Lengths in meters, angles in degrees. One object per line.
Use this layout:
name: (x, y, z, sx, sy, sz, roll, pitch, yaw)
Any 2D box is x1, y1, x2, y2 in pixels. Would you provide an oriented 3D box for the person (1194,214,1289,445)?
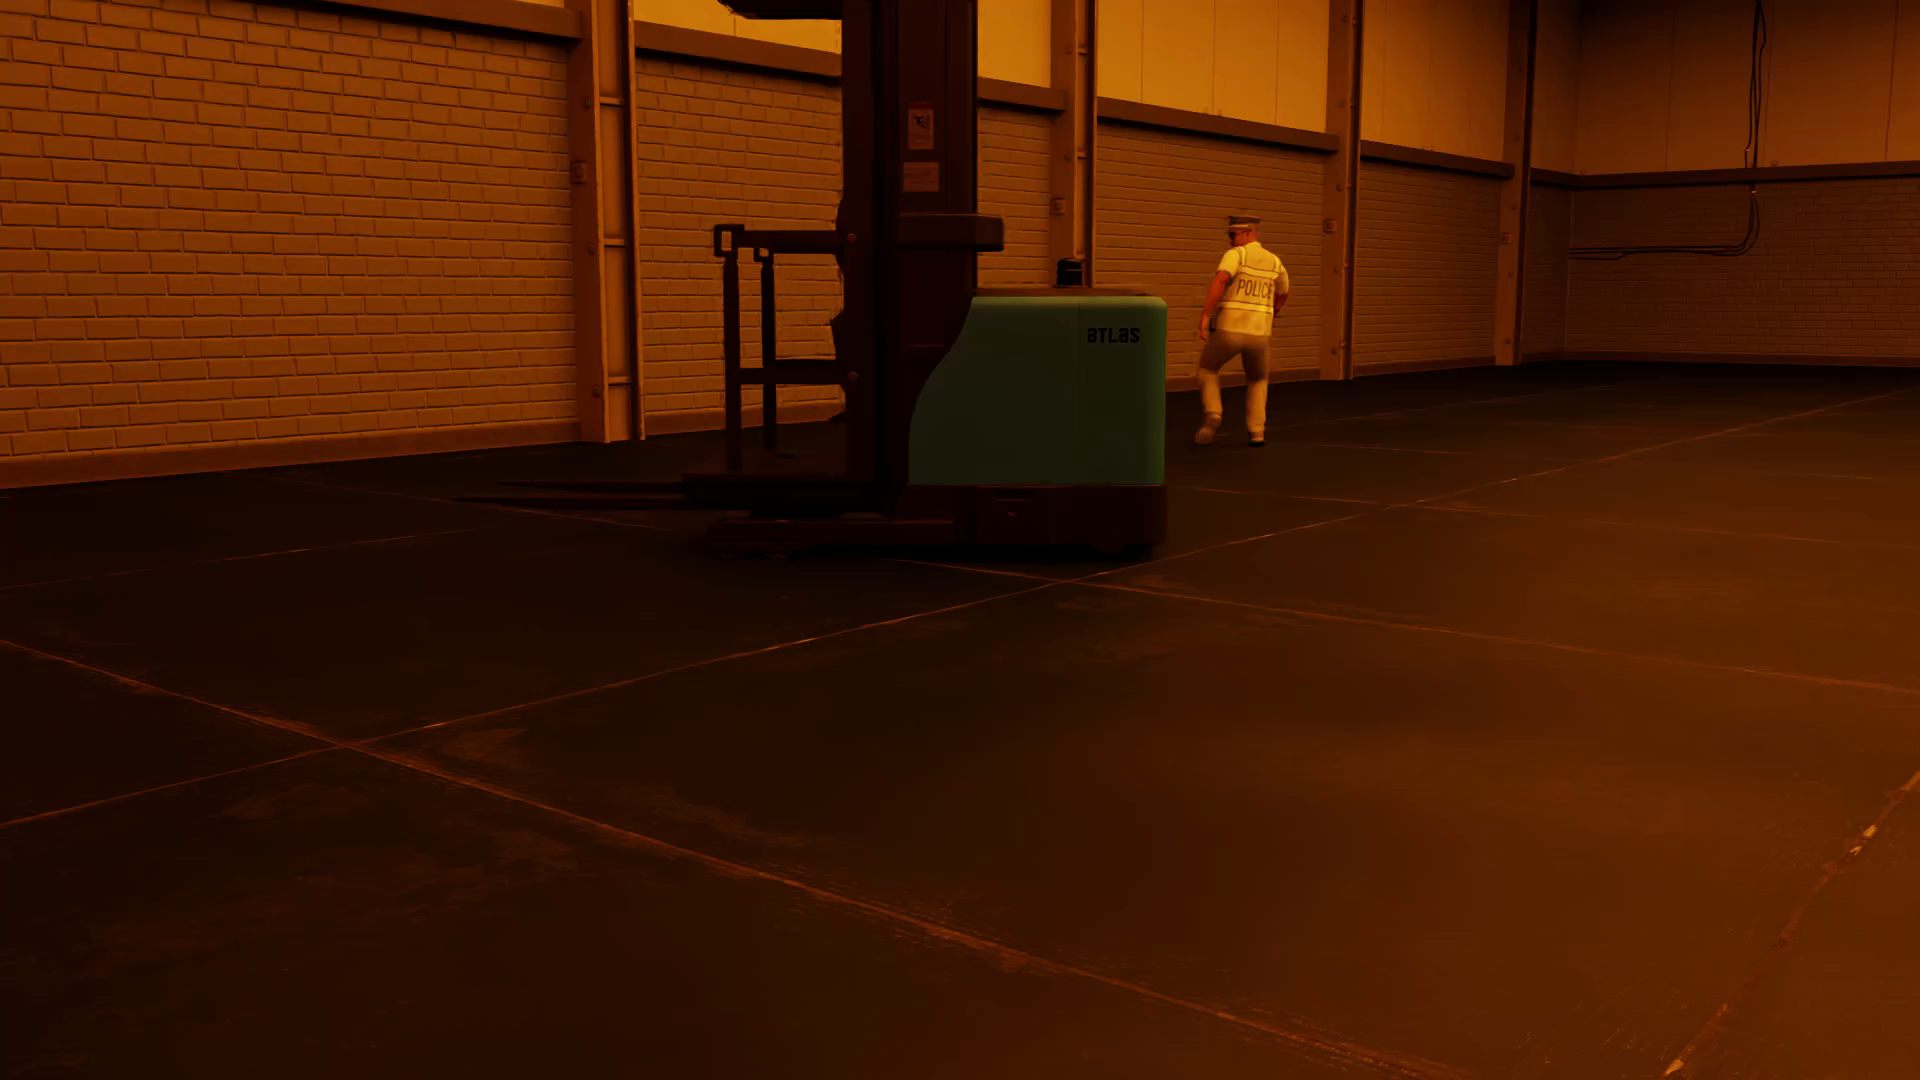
person: (2.020, -1.509, 12.067, 0.769, 1.678, 0.680, -1, 8, -8)

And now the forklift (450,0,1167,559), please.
forklift: (-0.645, -1.446, 7.166, 3.031, 2.935, 1.130, 0, 8, 2)
